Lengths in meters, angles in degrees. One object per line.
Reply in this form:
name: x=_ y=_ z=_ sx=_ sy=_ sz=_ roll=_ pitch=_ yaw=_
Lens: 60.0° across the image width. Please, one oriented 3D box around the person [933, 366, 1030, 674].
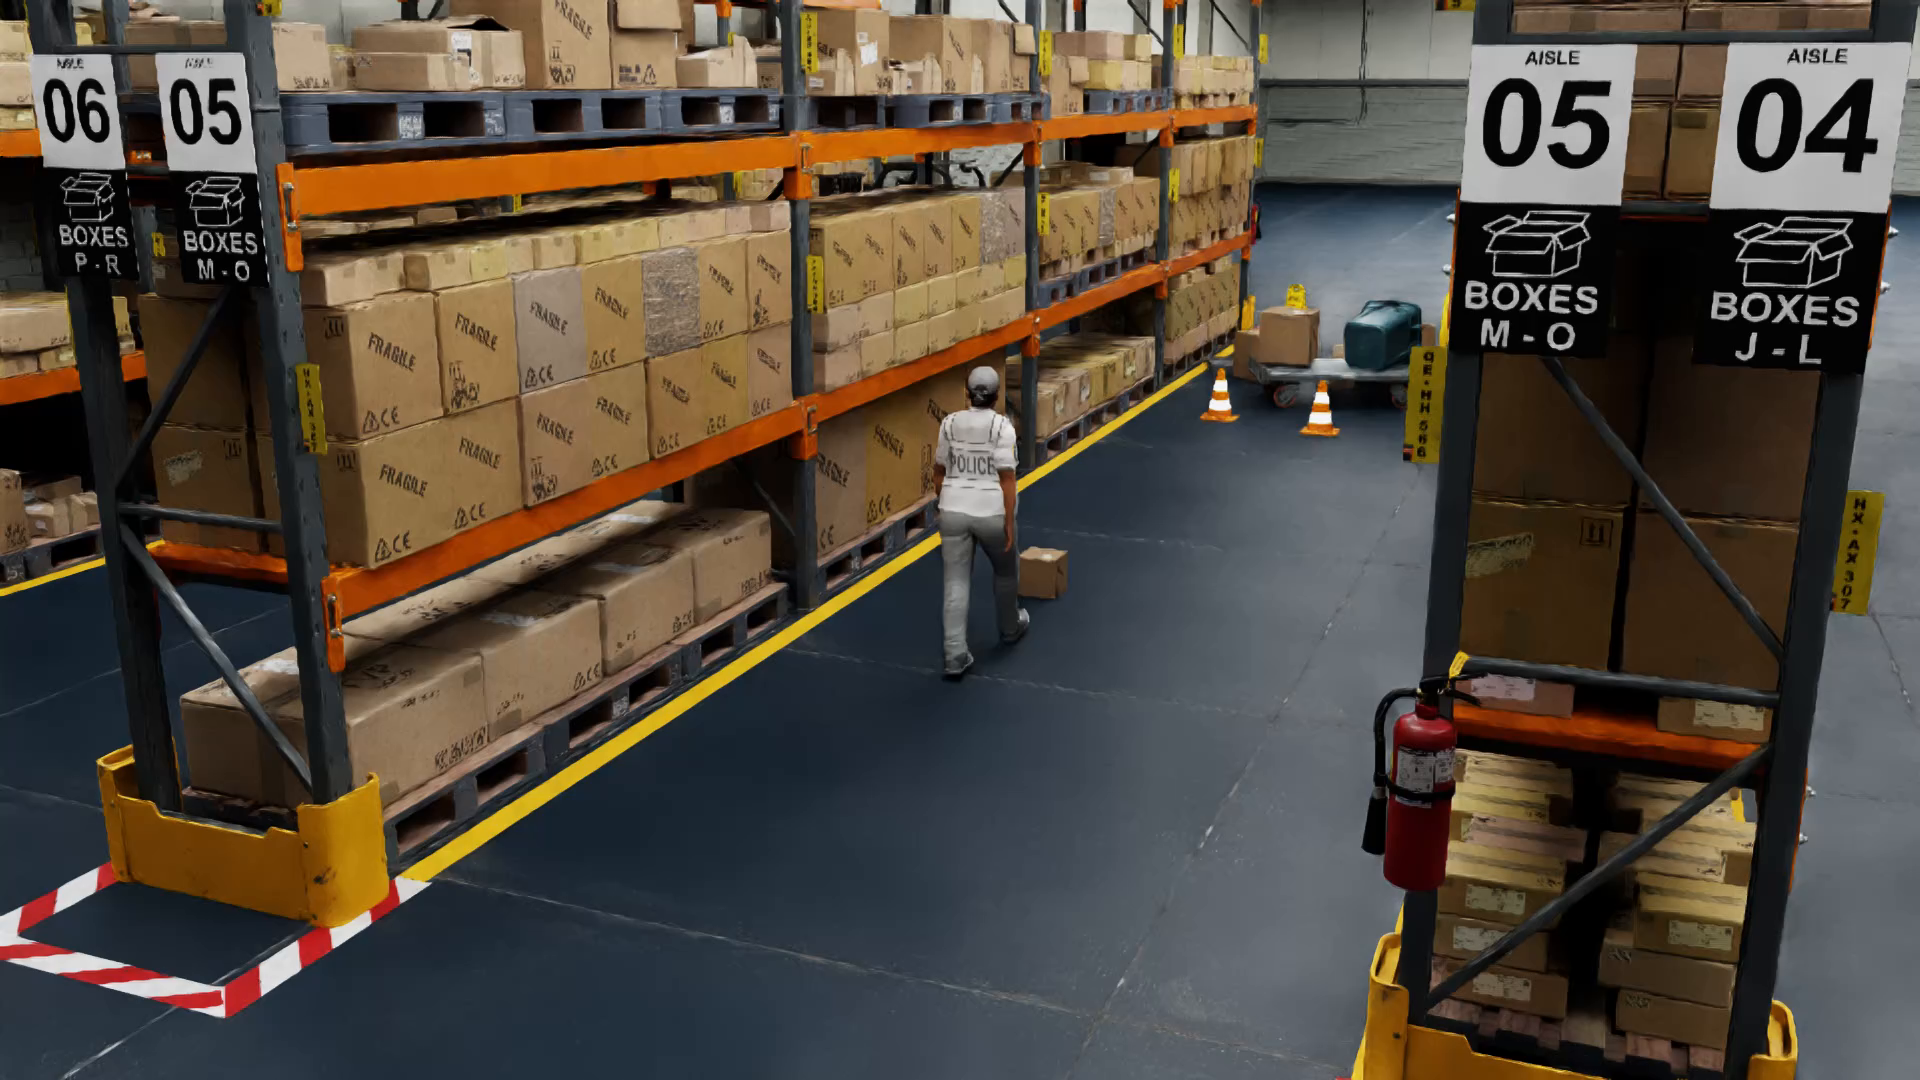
person: x=0.098 y=-0.159 z=9.106 sx=0.497 sy=1.604 sz=0.940 roll=4 pitch=16 yaw=14
